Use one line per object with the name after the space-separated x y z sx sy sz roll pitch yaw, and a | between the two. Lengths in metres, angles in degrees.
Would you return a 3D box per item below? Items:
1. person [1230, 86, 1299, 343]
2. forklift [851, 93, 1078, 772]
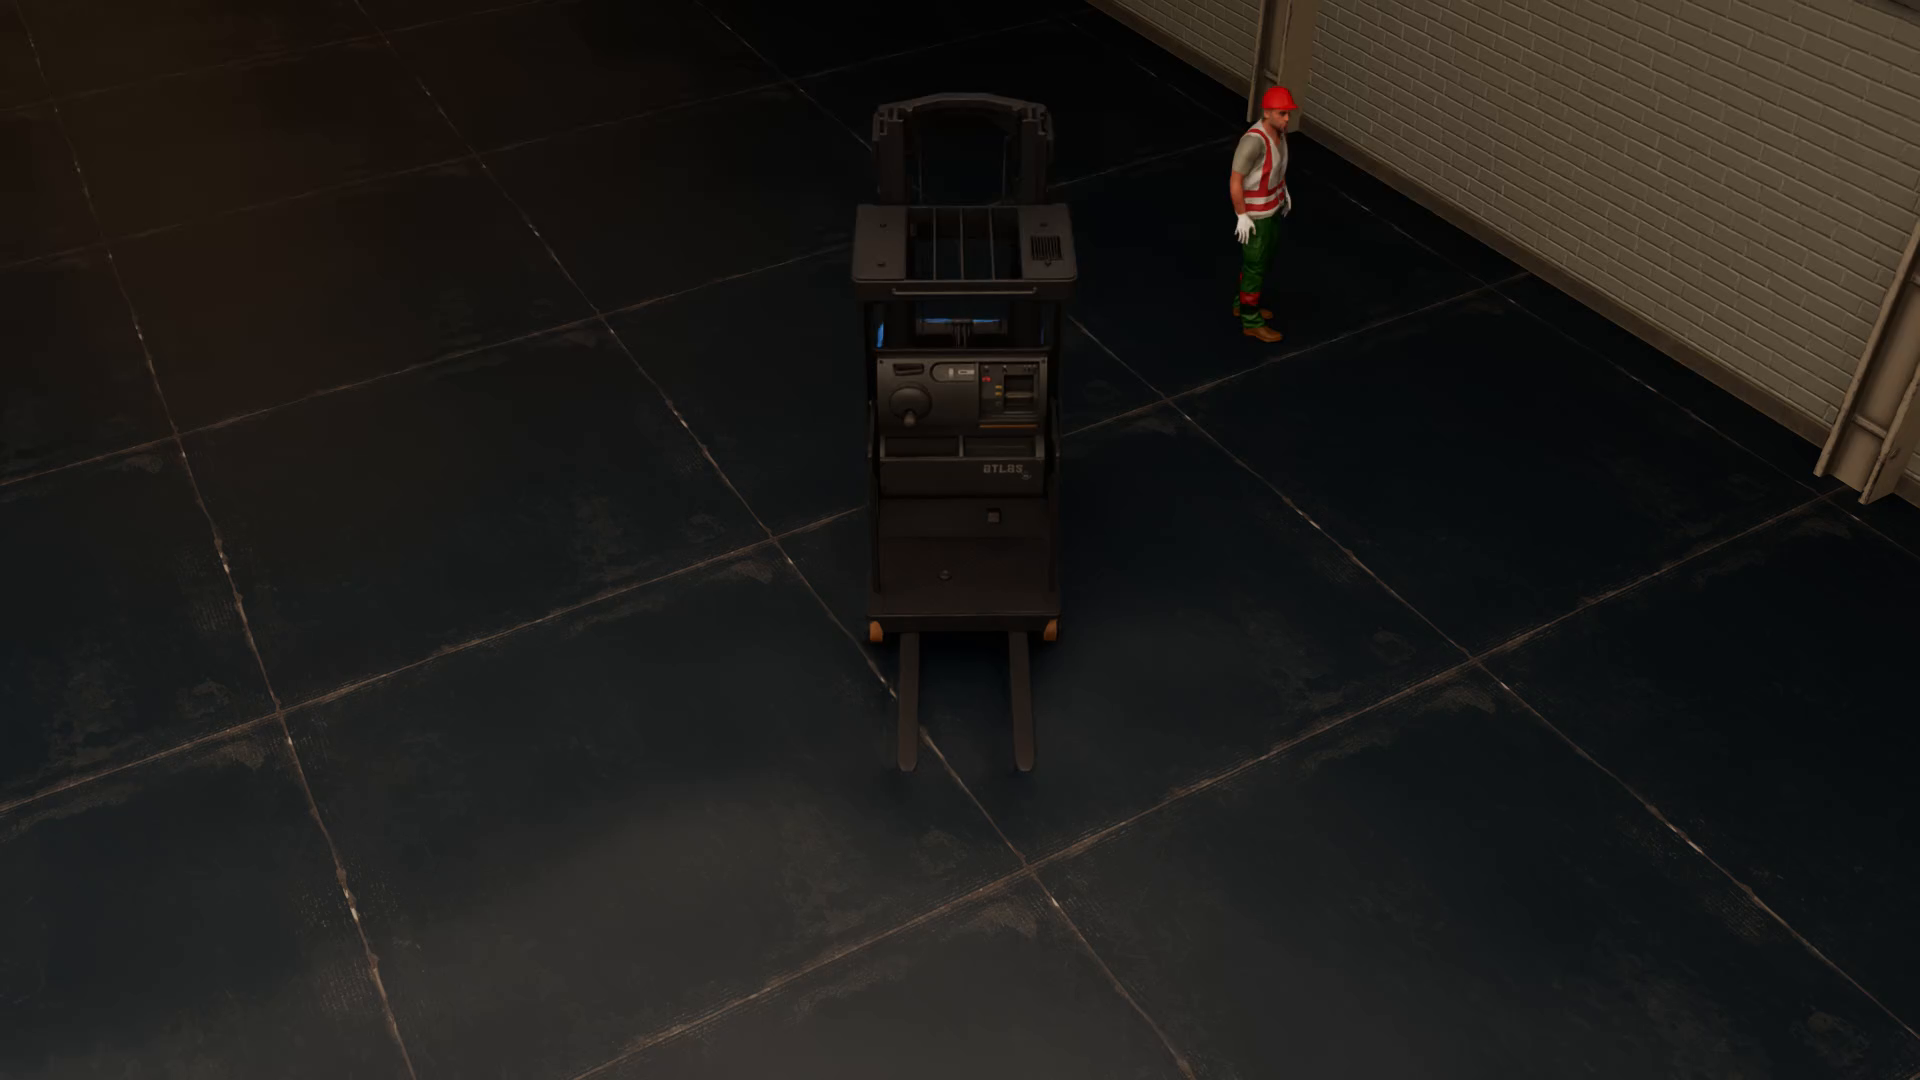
2.188 -2.297 11.702 0.535 1.789 0.713 20 44 23 | person
0.017 -0.737 8.924 1.130 2.935 3.031 0 40 0 | forklift
